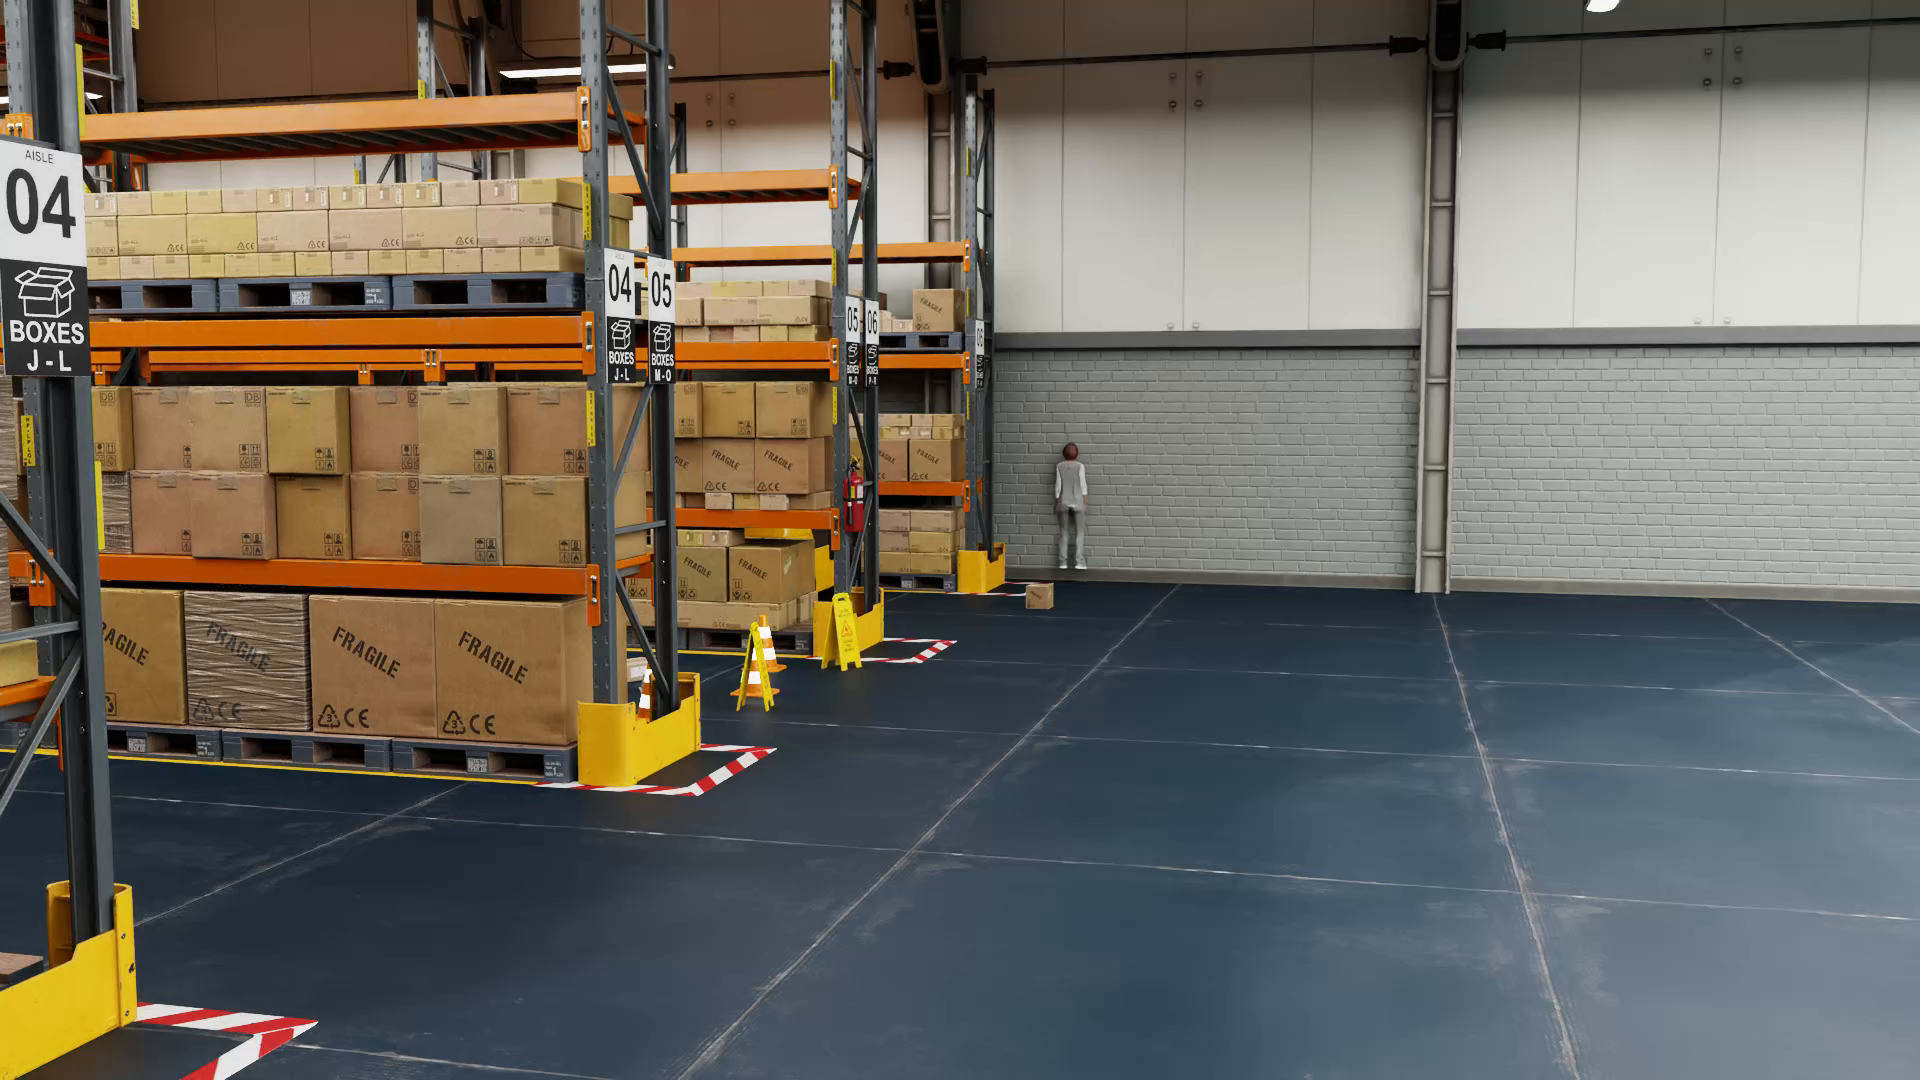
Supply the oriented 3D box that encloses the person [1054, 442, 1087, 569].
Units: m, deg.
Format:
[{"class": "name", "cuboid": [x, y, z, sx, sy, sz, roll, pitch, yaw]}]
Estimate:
[{"class": "person", "cuboid": [1.388, -0.426, 20.774, 0.408, 1.588, 0.311, 1, 5, 13]}]
